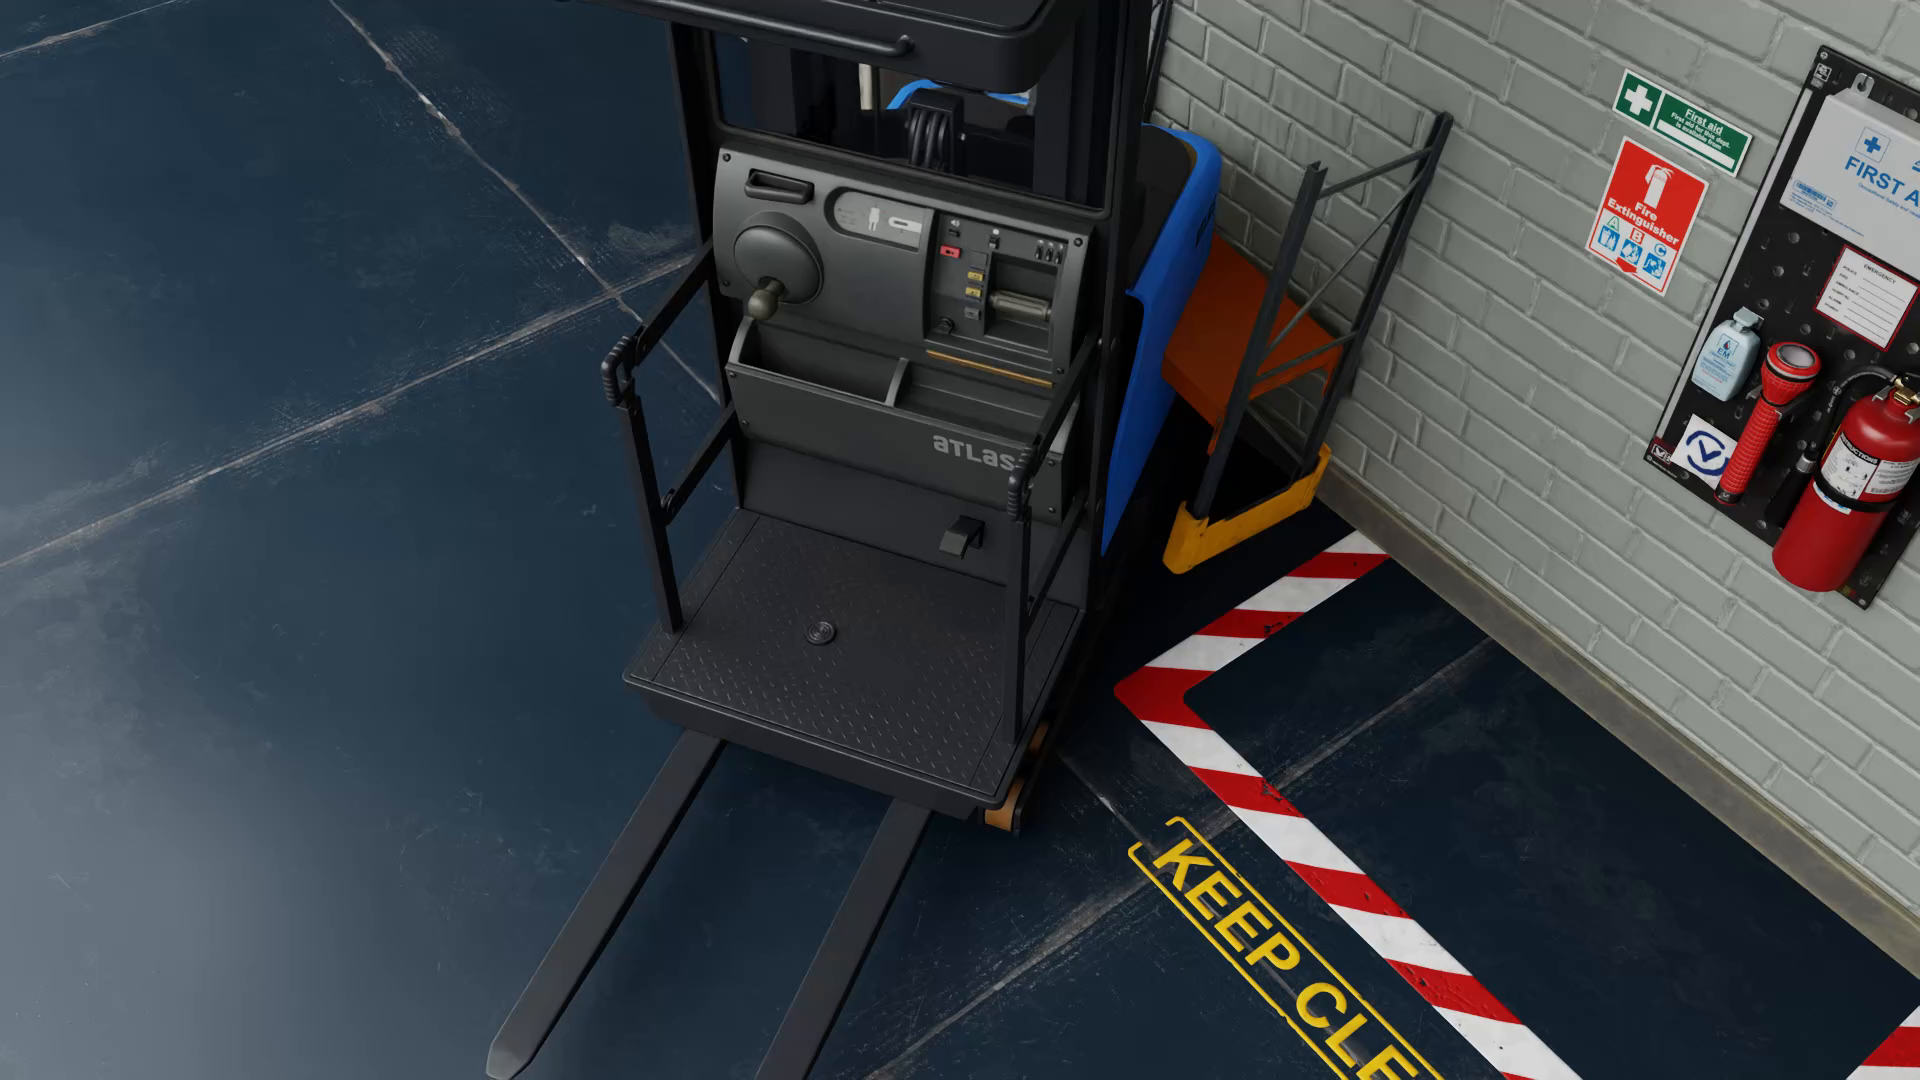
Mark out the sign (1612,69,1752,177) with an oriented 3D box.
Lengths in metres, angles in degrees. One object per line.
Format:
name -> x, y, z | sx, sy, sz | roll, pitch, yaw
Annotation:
sign -> 1.594, -0.925, 3.682 | 0.001, 0.109, 0.331 | -29, 54, -24

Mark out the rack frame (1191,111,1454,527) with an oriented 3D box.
rack frame -> 0.964, -0.508, 4.686 | 0.500, 1.500, 0.032 | -25, 58, -26

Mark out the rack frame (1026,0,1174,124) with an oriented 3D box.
rack frame -> 0.378, -1.184, 5.169 | 0.500, 1.500, 0.032 | -25, 58, -26

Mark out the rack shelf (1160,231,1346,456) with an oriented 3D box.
rack shelf -> 0.650, -0.731, 5.064 | 0.538, 0.185, 1.000 | -25, 58, -26

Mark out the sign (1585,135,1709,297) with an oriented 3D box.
sign -> 1.598, -0.753, 3.884 | 0.001, 0.329, 0.234 | -29, 54, -24

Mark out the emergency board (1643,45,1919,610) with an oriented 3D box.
emergency board -> 1.851, -0.369, 3.560 | 0.194, 1.169, 0.643 | -29, 54, -24

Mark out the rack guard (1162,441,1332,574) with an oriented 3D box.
rack guard -> 0.891, -0.108, 5.161 | 0.587, 0.250, 0.087 | -25, 58, -26

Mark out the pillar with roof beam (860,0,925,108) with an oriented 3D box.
pillar with roof beam -> -3.742, -2.517, 1.458 | 9.100, 9.000, 0.400 | -29, 54, -24

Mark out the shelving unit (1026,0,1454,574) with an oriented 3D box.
shelving unit -> 0.676, -0.840, 4.923 | 0.587, 1.500, 1.083 | -25, 58, -26

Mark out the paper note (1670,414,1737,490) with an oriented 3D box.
paper note -> 1.799, -0.209, 4.009 | 0.016, 0.148, 0.142 | -29, 54, -24

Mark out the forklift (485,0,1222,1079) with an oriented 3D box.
forklift -> -0.229, -0.555, 3.775 | 1.130, 2.935, 3.031 | 16, 50, 14
